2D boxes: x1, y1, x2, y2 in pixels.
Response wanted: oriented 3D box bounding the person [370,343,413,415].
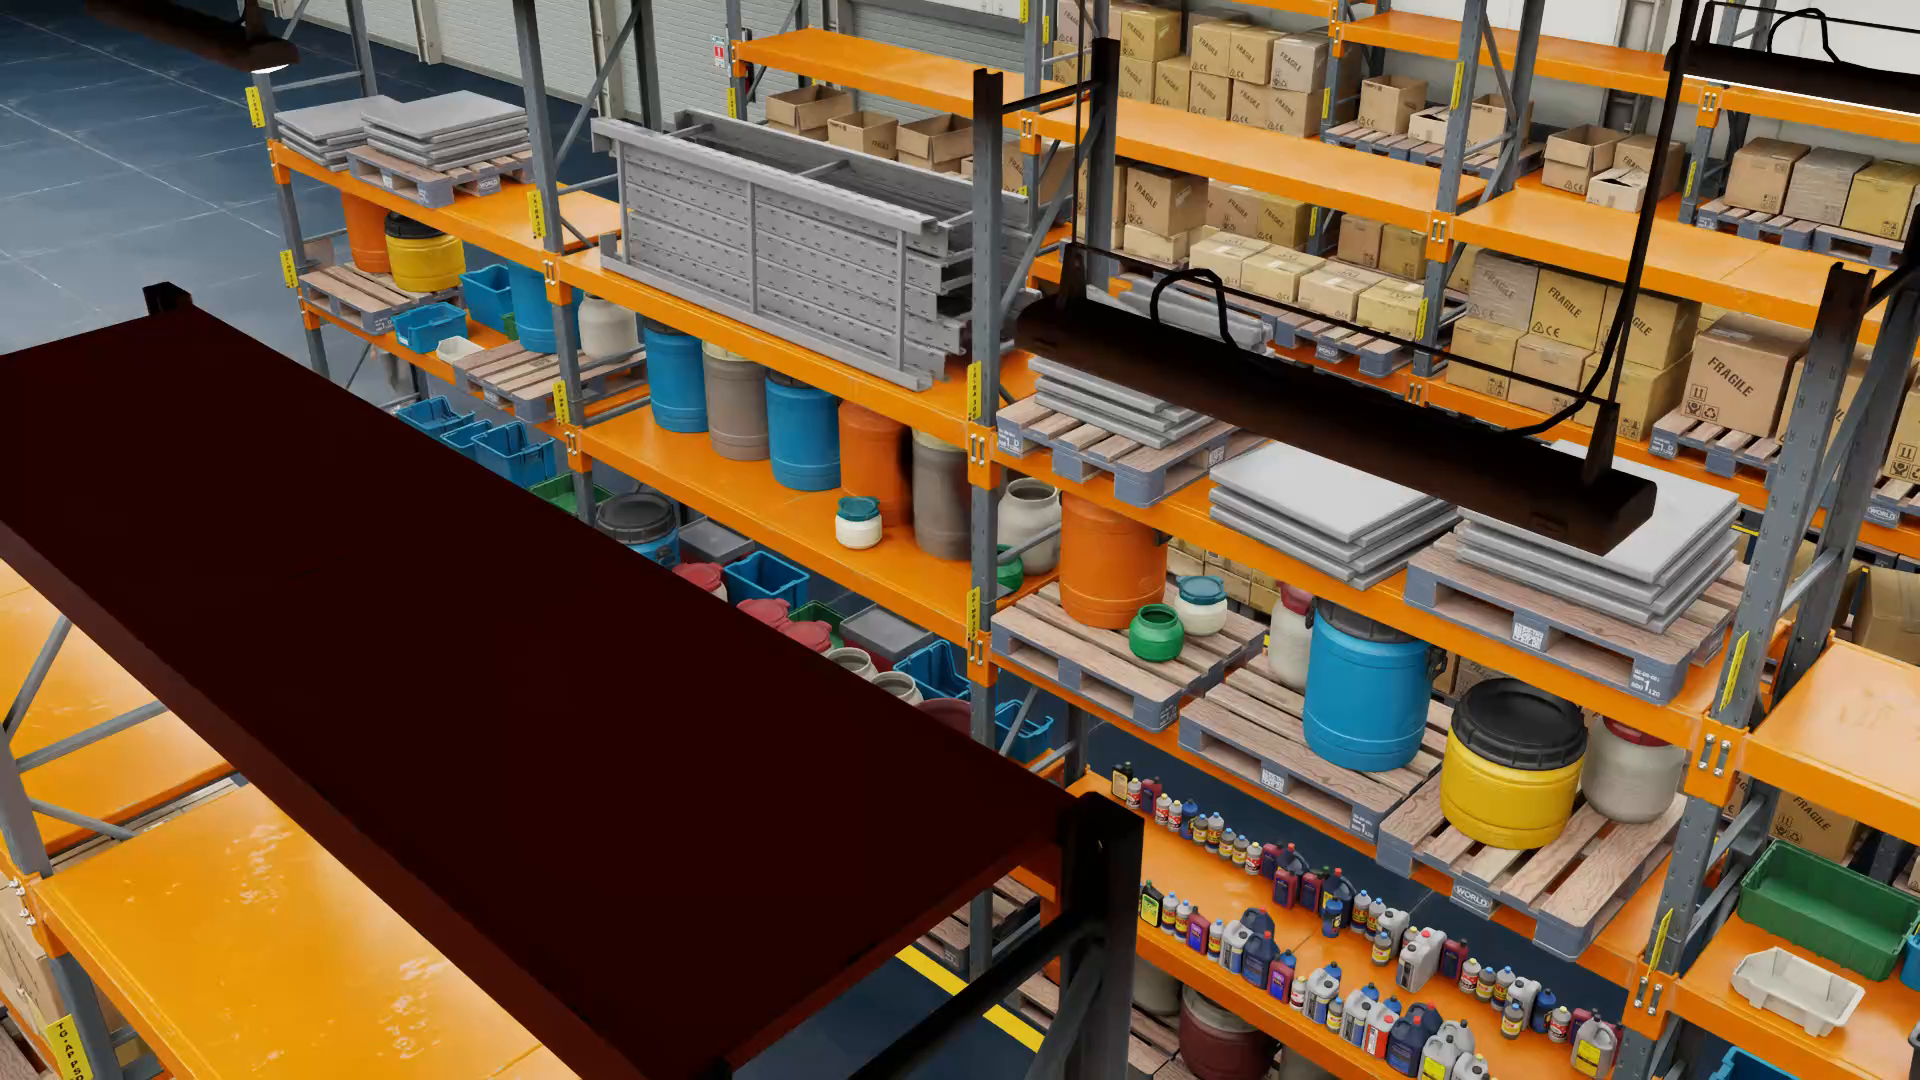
[{"bbox_3d":[-6.211,-2.081,18.308,0.525,1.613,0.355,0,29,1],"label":"person"}]
